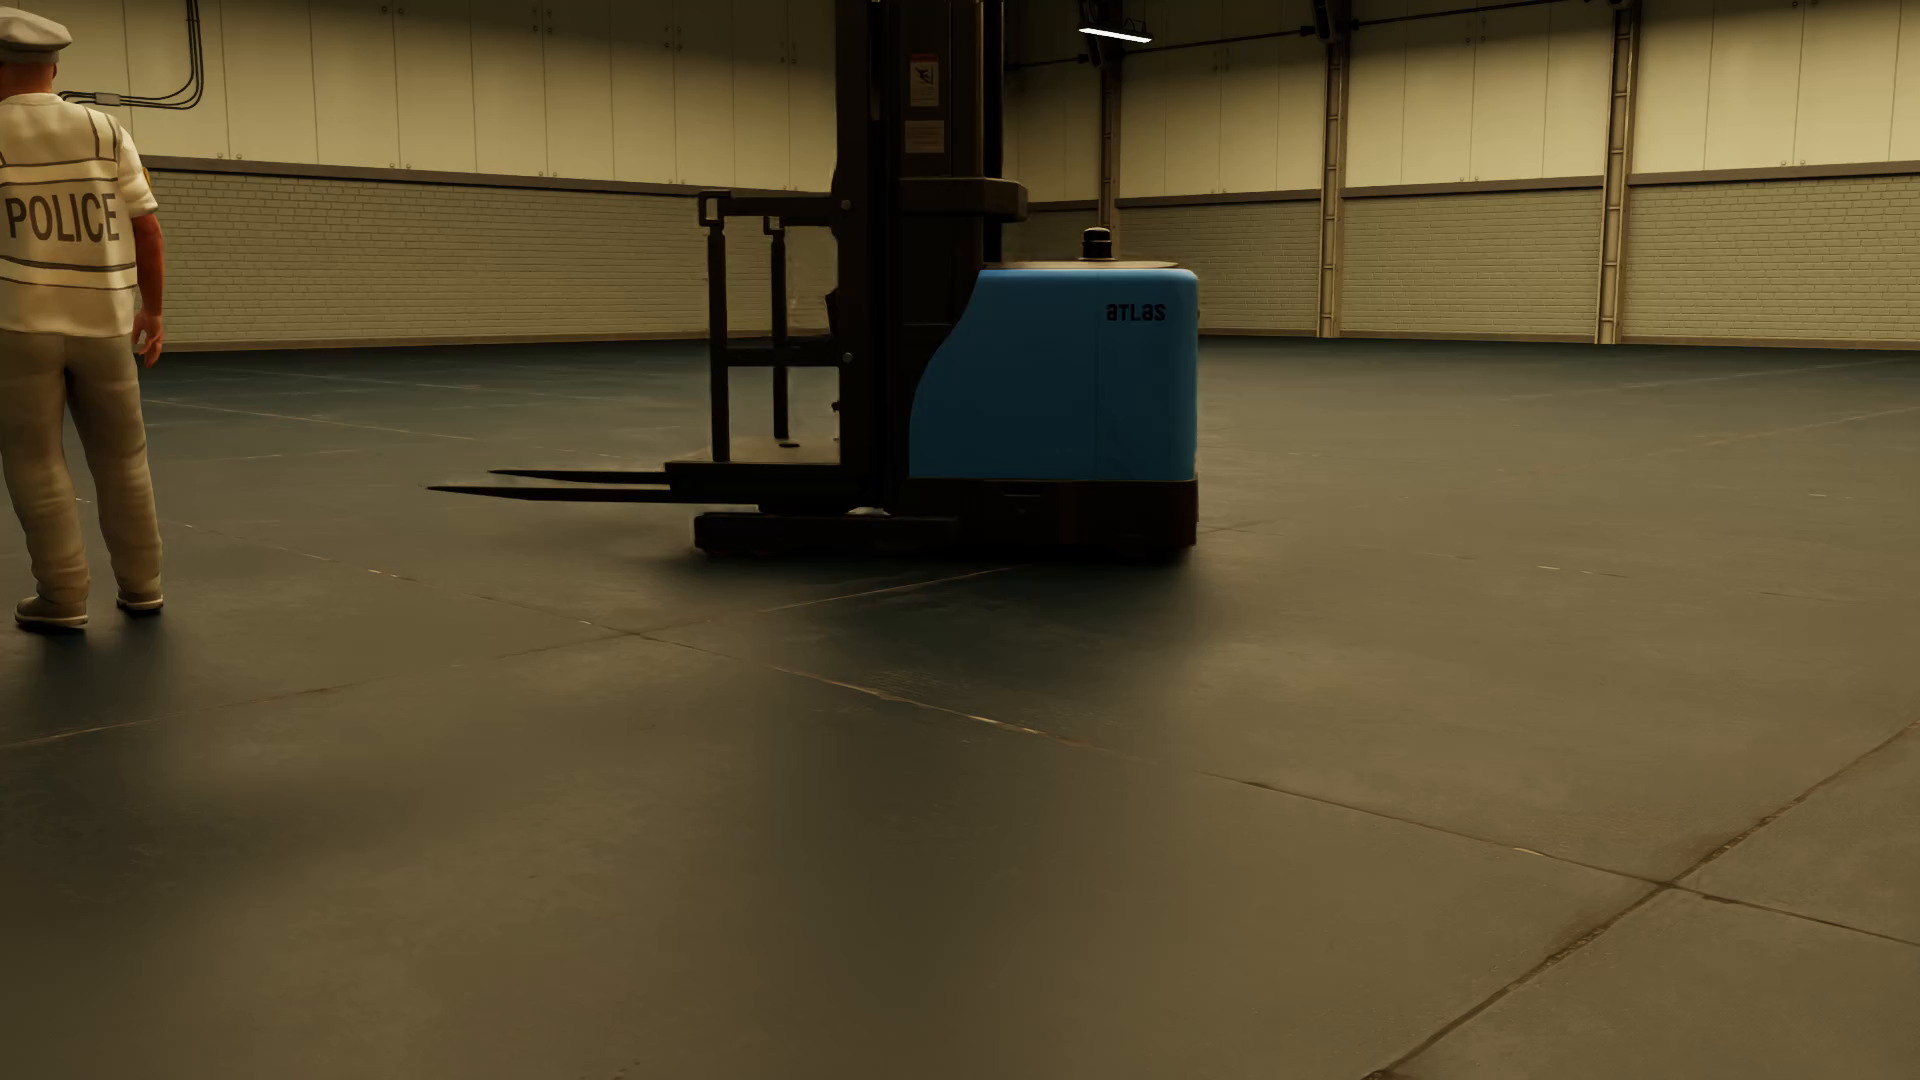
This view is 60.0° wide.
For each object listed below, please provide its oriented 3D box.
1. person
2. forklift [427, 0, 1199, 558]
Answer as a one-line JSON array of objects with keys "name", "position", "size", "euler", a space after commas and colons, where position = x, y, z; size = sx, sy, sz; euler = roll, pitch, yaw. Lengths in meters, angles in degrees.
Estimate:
[{"name": "person", "position": [-2.686, -0.633, 4.896], "size": [0.638, 1.778, 0.576], "euler": [-8, 12, -43]}, {"name": "forklift", "position": [-0.576, -1.458, 6.557], "size": [3.031, 2.935, 1.130], "euler": [1, 9, 7]}]
